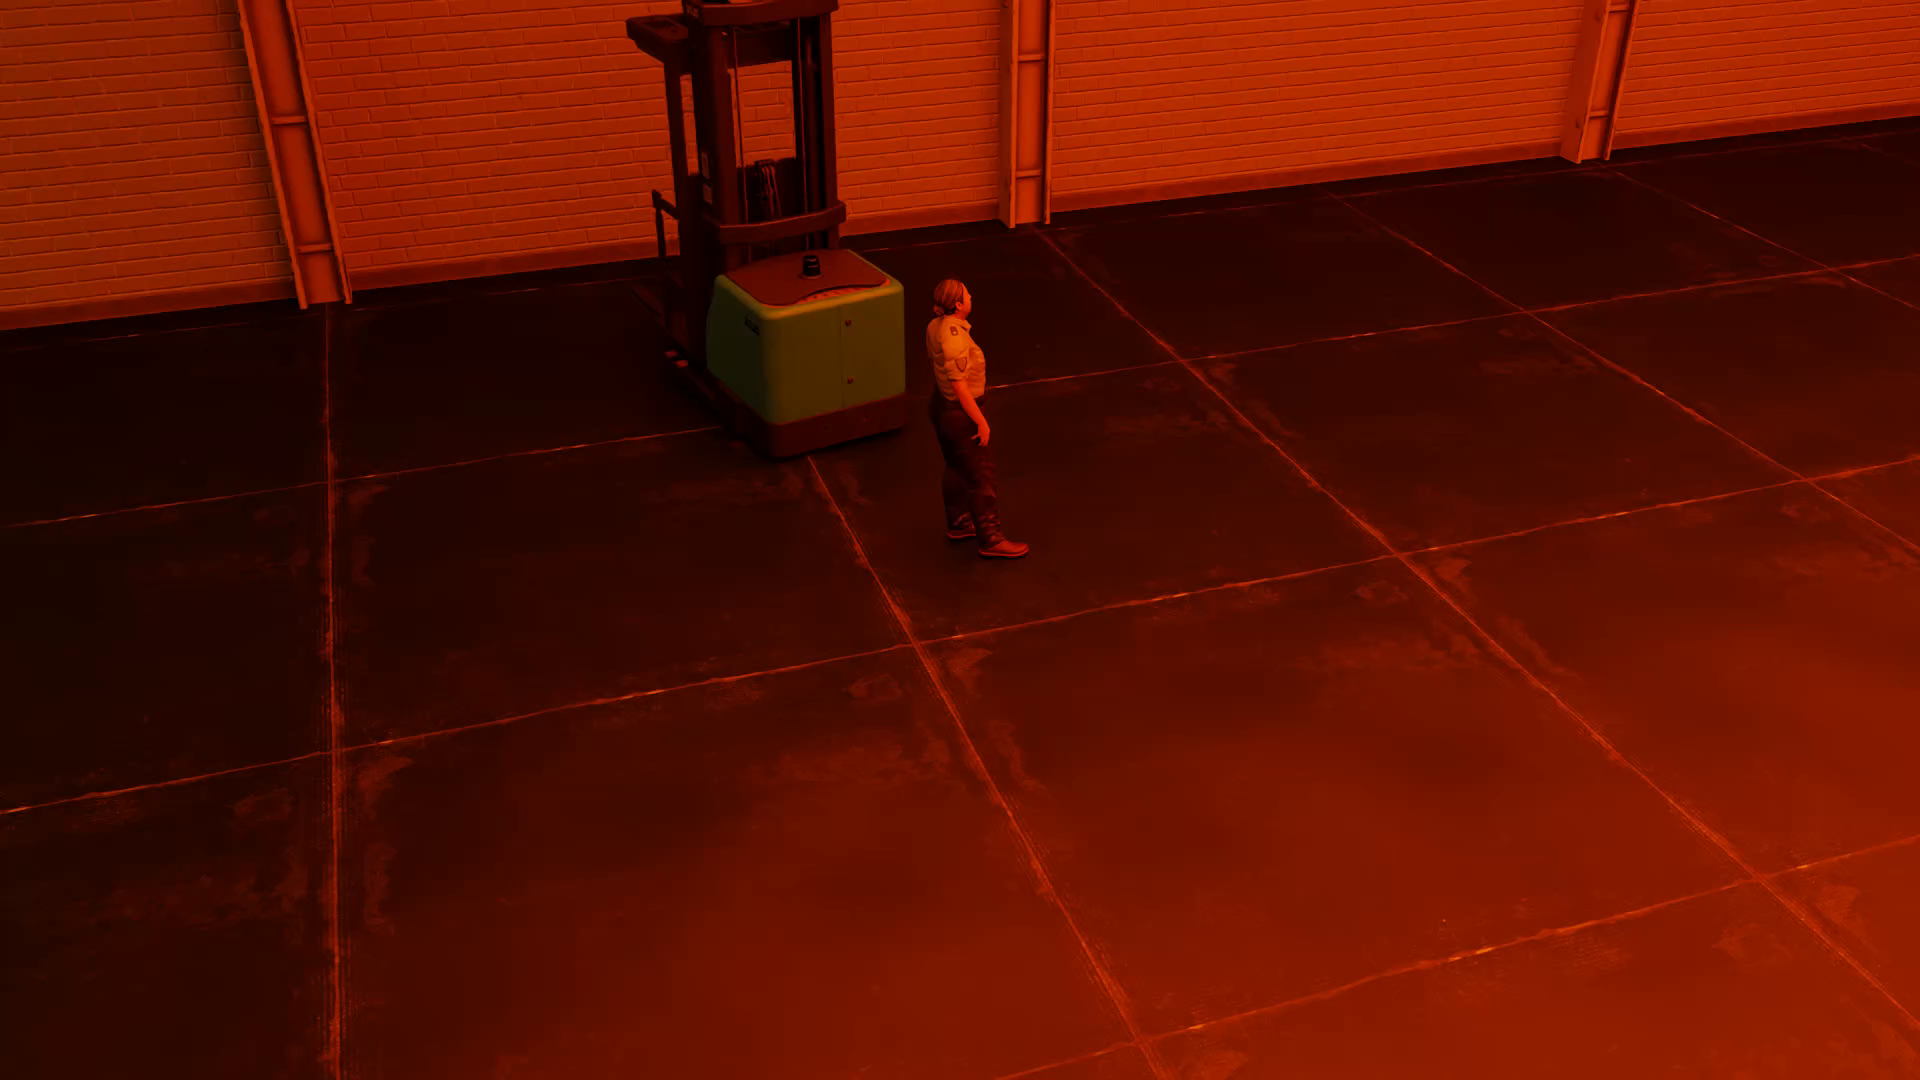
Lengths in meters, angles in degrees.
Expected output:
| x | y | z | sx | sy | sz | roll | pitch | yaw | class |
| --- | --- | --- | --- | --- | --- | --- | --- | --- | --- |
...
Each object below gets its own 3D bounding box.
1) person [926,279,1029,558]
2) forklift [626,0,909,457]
| x | y | z | sx | sy | sz | roll | pitch | yaw | class |
| --- | --- | --- | --- | --- | --- | --- | --- | --- | --- |
| 0.093 | -0.724 | 9.618 | 0.502 | 1.651 | 0.598 | -10 | 31 | -16 | person |
| -1.533 | -2.508 | 11.446 | 1.130 | 2.935 | 3.031 | -16 | 34 | -26 | forklift |
